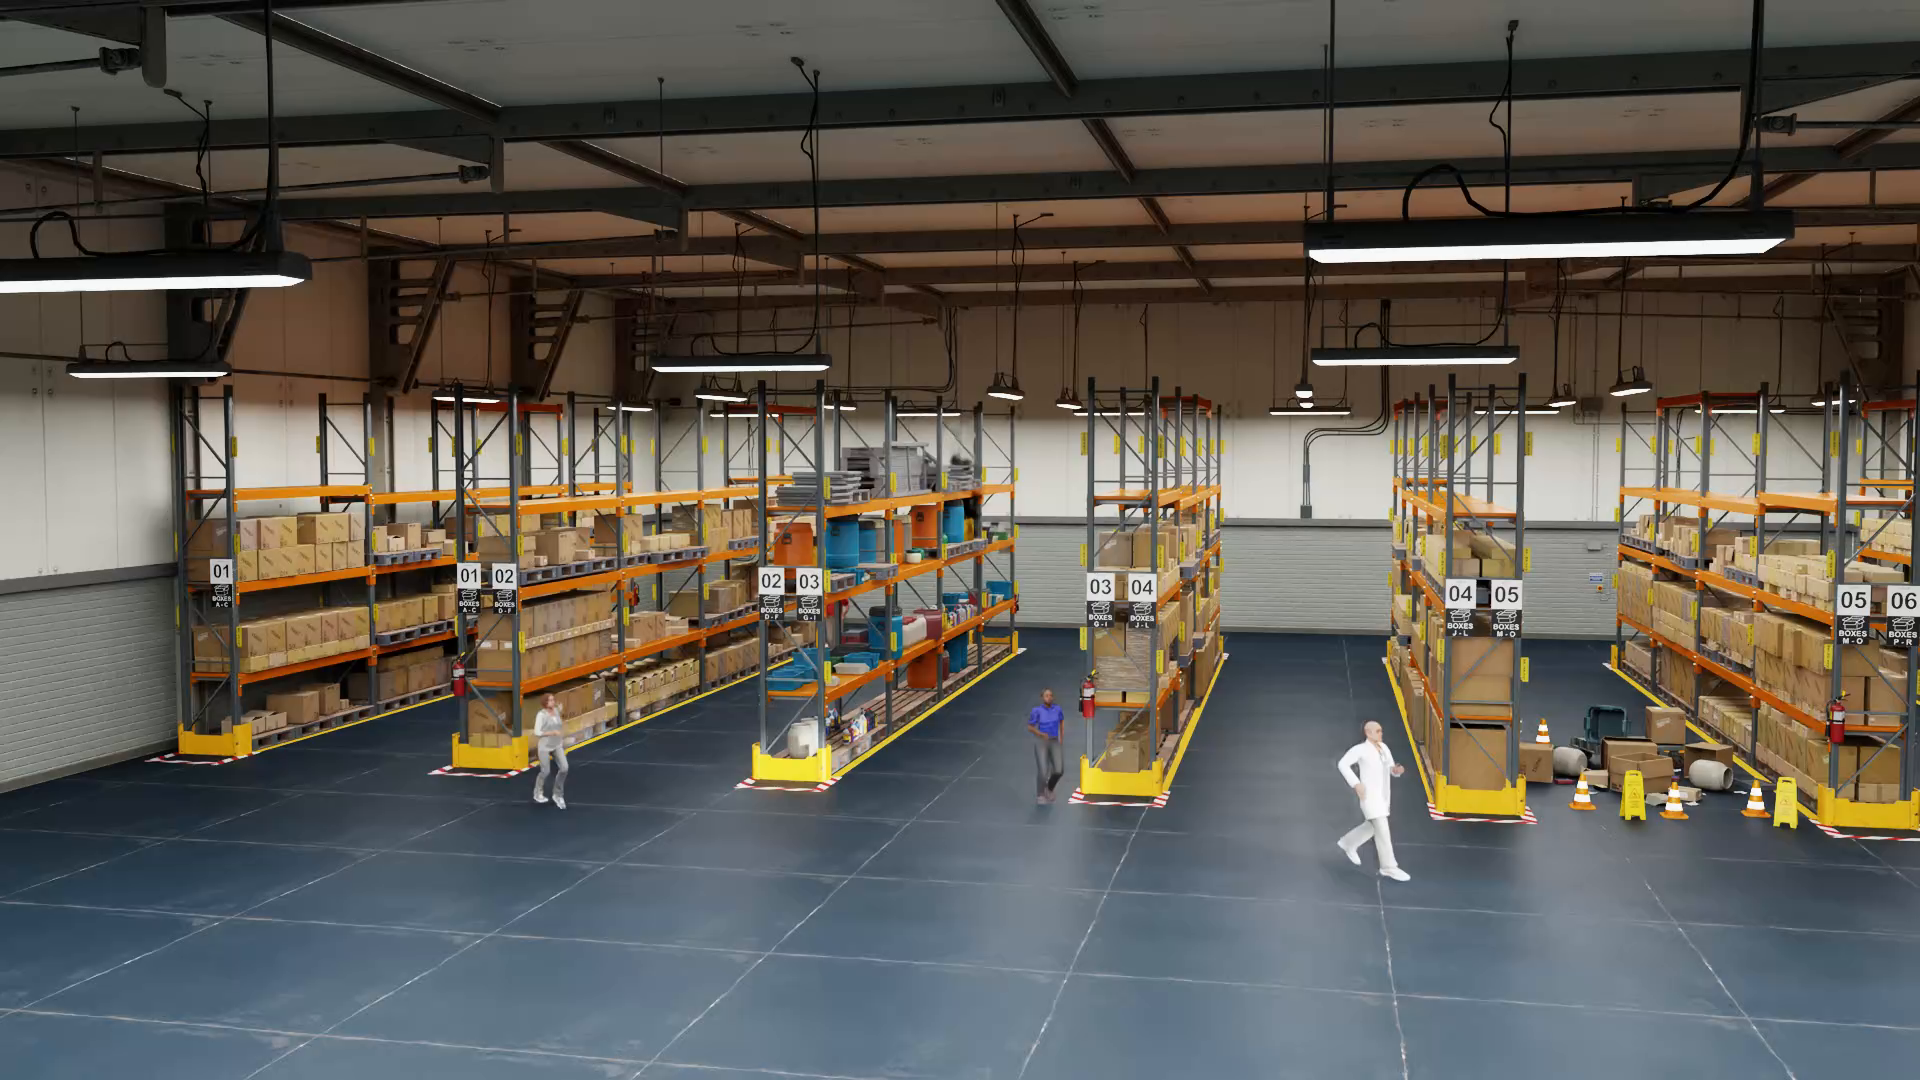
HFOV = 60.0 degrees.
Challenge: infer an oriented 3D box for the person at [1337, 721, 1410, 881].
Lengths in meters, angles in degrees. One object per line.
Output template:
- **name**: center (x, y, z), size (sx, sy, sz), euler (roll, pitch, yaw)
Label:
- **person**: center (4.823, 2.998, 19.402), size (0.701, 1.763, 1.063), euler (-3, 4, -42)

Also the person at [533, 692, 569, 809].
- **person**: center (-5.680, 2.926, 23.025), size (0.702, 1.620, 0.513), euler (3, 4, 41)

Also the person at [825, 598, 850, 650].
- **person**: center (-2.794, 1.832, 36.746), size (0.652, 1.749, 0.587), euler (0, 3, 4)

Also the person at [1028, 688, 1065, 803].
- **person**: center (1.252, 2.883, 23.237), size (0.584, 1.628, 0.546), euler (-1, 3, -16)
